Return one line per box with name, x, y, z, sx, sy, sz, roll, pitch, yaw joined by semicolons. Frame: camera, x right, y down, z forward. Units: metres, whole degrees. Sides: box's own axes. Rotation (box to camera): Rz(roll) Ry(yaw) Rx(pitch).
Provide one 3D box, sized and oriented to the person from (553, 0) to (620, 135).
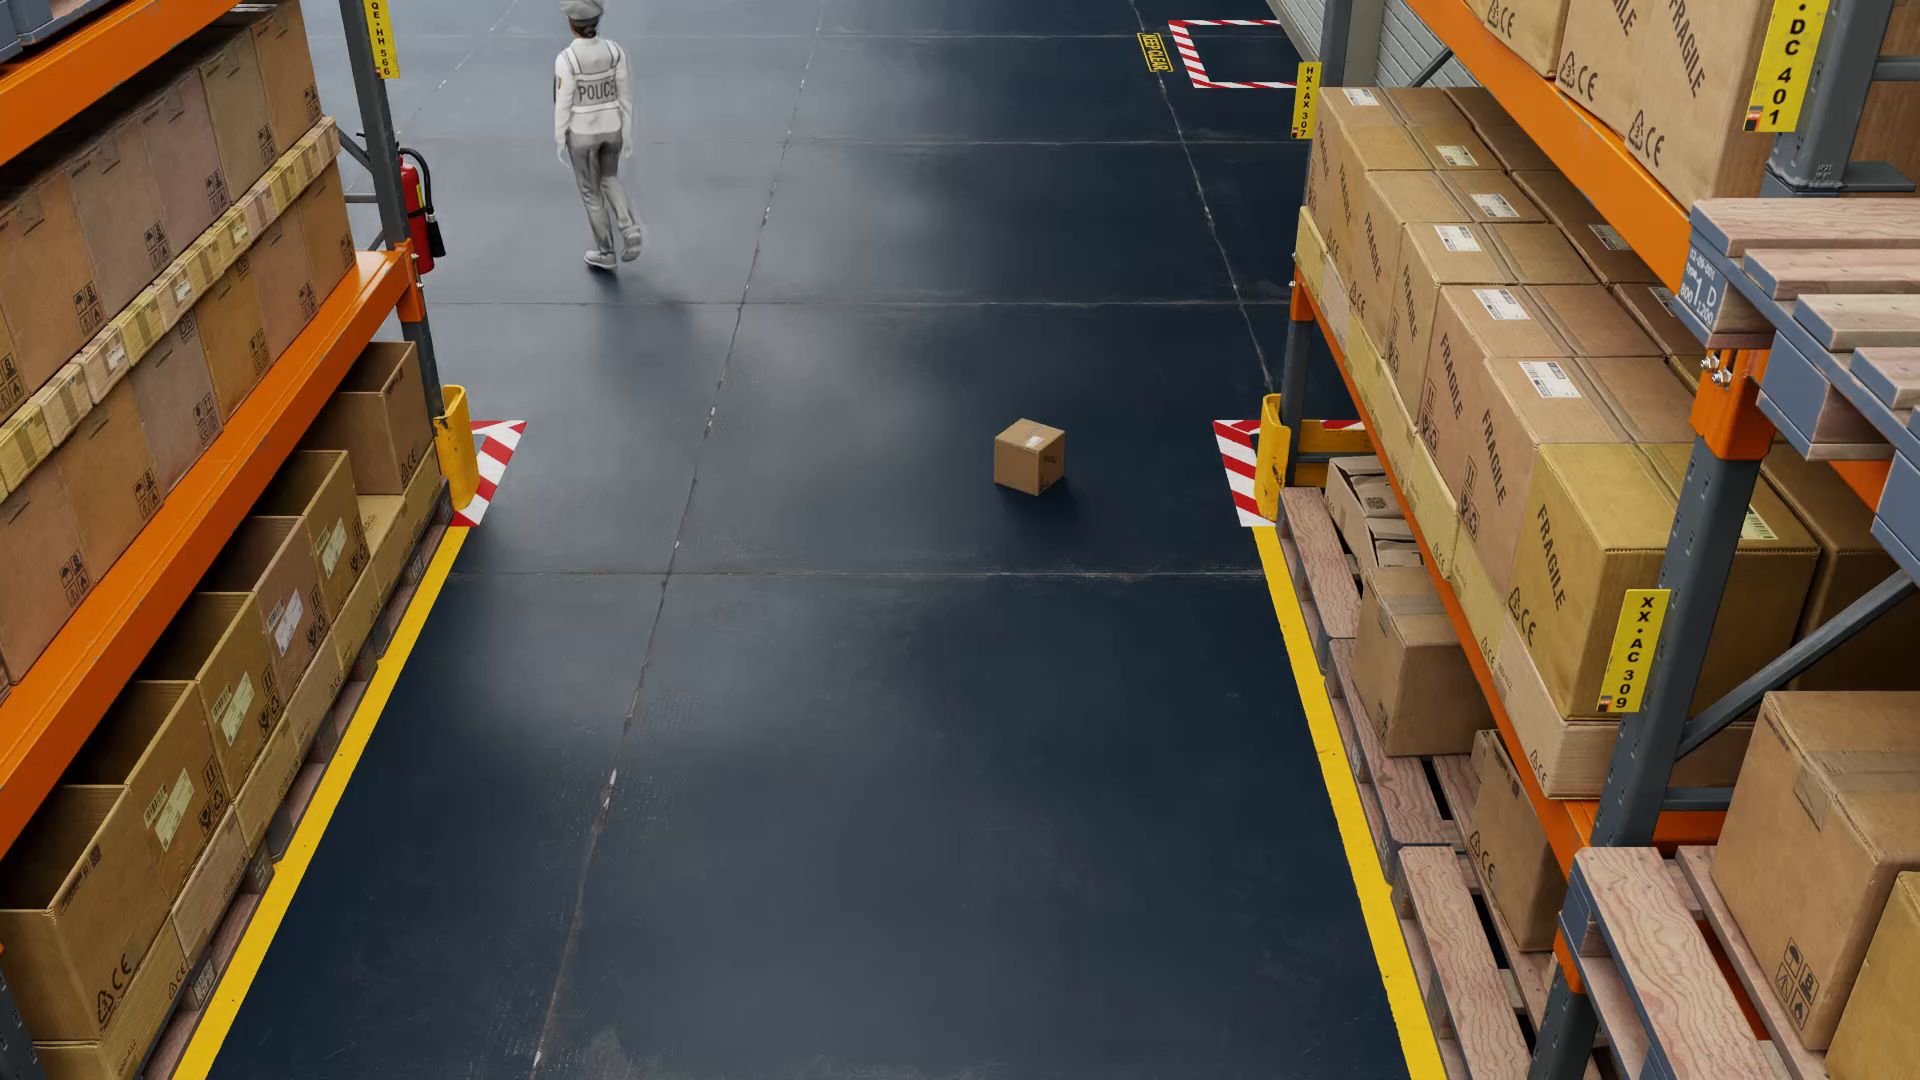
person;-2.207;-2.805;9.772;0.379;0.810;0.347;-25;40;-34
